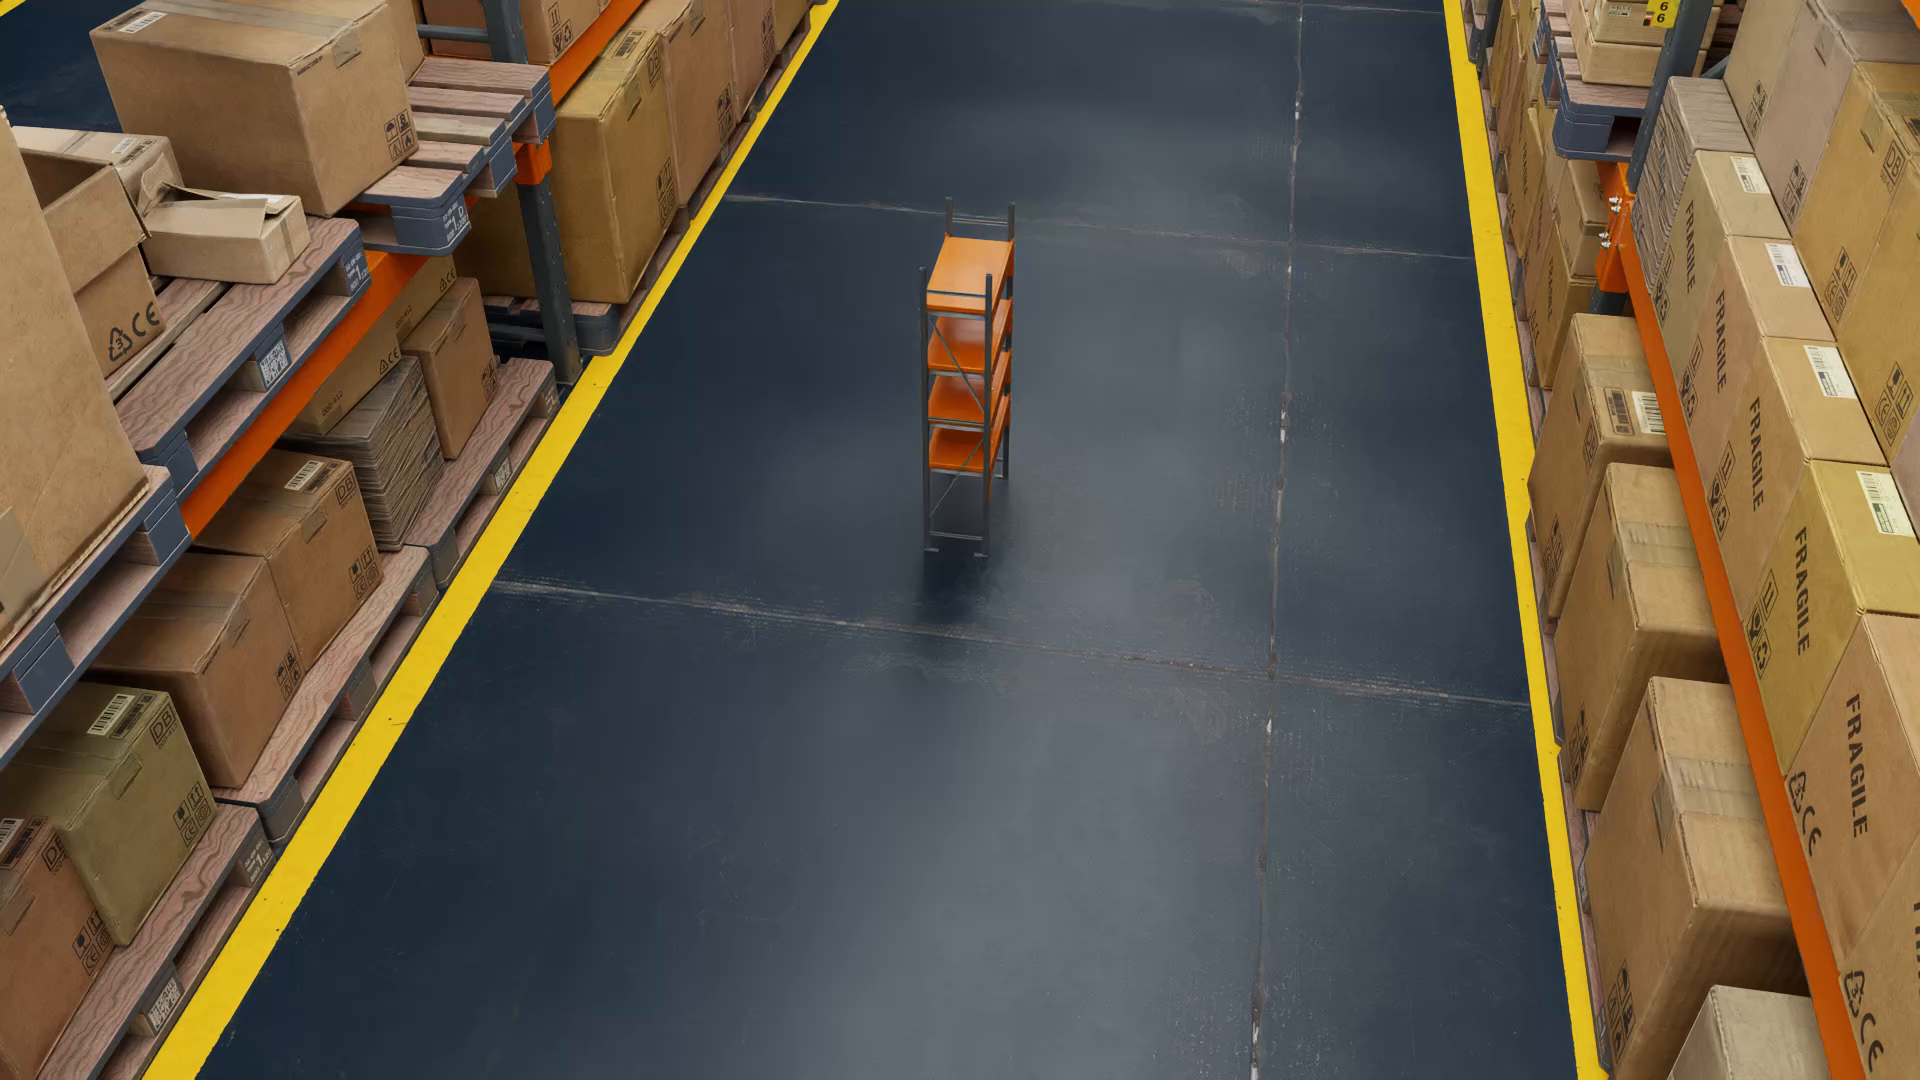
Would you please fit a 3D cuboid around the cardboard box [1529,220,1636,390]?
[{"bbox_3d":[2.608,-0.923,6.645,0.500,0.500,0.500,6,40,7],"label":"cardboard box"}]

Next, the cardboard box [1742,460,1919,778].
[{"bbox_3d":[2.061,0.198,3.578,0.500,0.500,0.500,7,40,8],"label":"cardboard box"}]

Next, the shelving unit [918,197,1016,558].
[{"bbox_3d":[0.029,-0.566,5.993,0.258,1.200,0.503,6,40,8],"label":"shelving unit"}]

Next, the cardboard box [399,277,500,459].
[{"bbox_3d":[-2.213,-0.677,6.331,0.700,0.500,0.500,4,40,5],"label":"cardboard box"}]

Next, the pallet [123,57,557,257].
[{"bbox_3d":[-2.135,-1.360,5.692,1.213,0.211,1.003,6,40,8],"label":"pallet"}]

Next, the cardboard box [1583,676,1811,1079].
[{"bbox_3d":[2.249,0.928,4.209,1.050,0.750,0.750,6,40,8],"label":"cardboard box"}]

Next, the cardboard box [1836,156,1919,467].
[{"bbox_3d":[2.403,-0.466,3.596,0.700,0.500,0.500,6,40,7],"label":"cardboard box"}]

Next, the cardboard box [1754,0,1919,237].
[{"bbox_3d":[2.578,-1.109,4.374,0.700,0.500,0.500,6,40,7],"label":"cardboard box"}]

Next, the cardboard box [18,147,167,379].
[{"bbox_3d":[-2.599,-0.683,4.311,0.797,0.503,0.637,10,41,12],"label":"cardboard box"}]

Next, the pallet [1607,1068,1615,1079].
[{"bbox_3d":[2.118,1.810,3.896,1.003,0.211,1.213,6,40,8],"label":"pallet"}]

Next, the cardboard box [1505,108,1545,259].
[{"bbox_3d":[2.777,-1.582,7.442,0.500,0.500,0.500,5,40,6],"label":"cardboard box"}]

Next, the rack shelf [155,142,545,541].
[{"bbox_3d":[-2.462,-0.361,4.897,1.077,0.370,4.000,6,40,8],"label":"rack shelf"}]

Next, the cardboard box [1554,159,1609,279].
[{"bbox_3d":[2.611,-1.229,6.425,0.500,0.250,0.500,6,40,7],"label":"cardboard box"}]

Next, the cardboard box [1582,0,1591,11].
[{"bbox_3d":[2.433,-1.991,5.938,0.380,0.149,0.250,8,40,9],"label":"cardboard box"}]

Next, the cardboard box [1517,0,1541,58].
[{"bbox_3d":[2.966,-2.512,7.977,0.500,0.250,0.500,7,40,9],"label":"cardboard box"}]

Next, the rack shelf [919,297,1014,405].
[{"bbox_3d":[0.029,-0.687,5.894,0.258,0.148,0.480,6,40,8],"label":"rack shelf"}]

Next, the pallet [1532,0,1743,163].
[{"bbox_3d":[2.770,-1.668,6.064,1.213,0.211,1.003,6,40,8],"label":"pallet"}]

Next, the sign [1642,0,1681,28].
[{"bbox_3d":[2.215,-1.753,5.169,0.100,0.325,0.005,6,40,8],"label":"sign"}]

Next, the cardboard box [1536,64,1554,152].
[{"bbox_3d":[2.792,-1.864,7.194,0.500,0.250,0.500,7,40,9],"label":"cardboard box"}]

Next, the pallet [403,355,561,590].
[{"bbox_3d":[-2.253,-0.328,6.481,1.003,0.211,1.213,6,40,8],"label":"pallet"}]

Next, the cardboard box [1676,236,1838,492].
[{"bbox_3d":[2.235,-0.434,4.342,0.500,0.500,0.500,6,40,8],"label":"cardboard box"}]

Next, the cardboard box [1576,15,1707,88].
[{"bbox_3d":[2.384,-1.708,5.830,0.380,0.149,0.250,7,40,8],"label":"cardboard box"}]

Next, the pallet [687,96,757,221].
[{"bbox_3d":[-1.692,-2.068,8.586,1.003,0.211,1.213,6,40,8],"label":"pallet"}]

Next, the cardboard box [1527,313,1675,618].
[{"bbox_3d":[2.557,-0.205,5.580,1.050,0.750,0.750,6,40,7],"label":"cardboard box"}]

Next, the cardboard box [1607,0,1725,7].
[{"bbox_3d":[2.385,-1.935,5.638,0.380,0.149,0.250,5,40,6],"label":"cardboard box"}]

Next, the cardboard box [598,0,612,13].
[{"bbox_3d":[-1.677,-2.531,6.878,0.500,0.500,0.500,5,40,6],"label":"cardboard box"}]

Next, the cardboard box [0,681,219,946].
[{"bbox_3d":[-2.580,0.731,4.629,0.700,0.500,0.500,6,40,7],"label":"cardboard box"}]

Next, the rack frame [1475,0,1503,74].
[{"bbox_3d":[3.444,-3.793,8.484,1.000,3.000,0.127,6,40,8],"label":"rack frame"}]

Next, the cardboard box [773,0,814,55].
[{"bbox_3d":[-1.515,-3.343,9.277,1.225,0.875,0.875,7,40,8],"label":"cardboard box"}]

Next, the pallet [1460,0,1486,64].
[{"bbox_3d":[3.525,-3.144,9.887,1.003,0.211,1.213,6,40,8],"label":"pallet"}]

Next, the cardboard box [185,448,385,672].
[{"bbox_3d":[-2.387,0.029,5.477,0.700,0.500,0.500,10,41,11],"label":"cardboard box"}]

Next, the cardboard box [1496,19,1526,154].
[{"bbox_3d":[2.965,-2.225,8.219,0.500,0.500,0.500,8,40,10],"label":"cardboard box"}]

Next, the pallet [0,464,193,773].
[{"bbox_3d":[-2.533,0.227,3.771,1.003,0.211,1.213,6,40,8],"label":"pallet"}]

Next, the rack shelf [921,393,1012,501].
[{"bbox_3d":[0.029,-0.361,6.163,0.258,0.148,0.480,6,40,8],"label":"rack shelf"}]

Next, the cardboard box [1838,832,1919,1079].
[{"bbox_3d":[1.886,0.832,2.811,0.500,0.500,0.500,6,40,7],"label":"cardboard box"}]

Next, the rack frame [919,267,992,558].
[{"bbox_3d":[-0.014,-0.413,5.808,0.240,1.200,0.015,6,40,8],"label":"rack frame"}]

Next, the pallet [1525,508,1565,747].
[{"bbox_3d":[2.541,0.278,5.748,1.003,0.211,1.213,6,40,8],"label":"pallet"}]

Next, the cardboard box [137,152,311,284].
[{"bbox_3d":[-2.139,-0.927,4.793,0.396,0.266,0.258,5,40,6],"label":"cardboard box"}]

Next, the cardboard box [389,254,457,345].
[{"bbox_3d":[-2.203,-0.965,6.091,0.500,0.250,0.500,8,40,9],"label":"cardboard box"}]

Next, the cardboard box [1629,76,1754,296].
[{"bbox_3d":[2.408,-1.069,5.111,0.500,0.500,0.500,7,40,8],"label":"cardboard box"}]

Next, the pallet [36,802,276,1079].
[{"bbox_3d":[-2.675,1.203,4.629,1.003,0.211,1.213,6,40,8],"label":"pallet"}]

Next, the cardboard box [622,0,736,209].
[{"bbox_3d":[-1.815,-2.226,7.926,1.225,0.875,0.875,7,40,8],"label":"cardboard box"}]

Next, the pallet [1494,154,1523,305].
[{"bbox_3d":[3.101,-1.462,7.853,1.003,0.211,1.213,6,40,8],"label":"pallet"}]

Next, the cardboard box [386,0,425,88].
[{"bbox_3d":[-2.170,-1.750,5.605,0.500,0.500,0.500,2,40,2],"label":"cardboard box"}]

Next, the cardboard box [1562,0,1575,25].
[{"bbox_3d":[2.473,-2.025,6.213,0.380,0.149,0.250,7,40,8],"label":"cardboard box"}]

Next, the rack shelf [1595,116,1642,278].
[{"bbox_3d":[3.097,-2.261,7.195,1.077,0.370,4.000,6,40,8],"label":"rack shelf"}]
